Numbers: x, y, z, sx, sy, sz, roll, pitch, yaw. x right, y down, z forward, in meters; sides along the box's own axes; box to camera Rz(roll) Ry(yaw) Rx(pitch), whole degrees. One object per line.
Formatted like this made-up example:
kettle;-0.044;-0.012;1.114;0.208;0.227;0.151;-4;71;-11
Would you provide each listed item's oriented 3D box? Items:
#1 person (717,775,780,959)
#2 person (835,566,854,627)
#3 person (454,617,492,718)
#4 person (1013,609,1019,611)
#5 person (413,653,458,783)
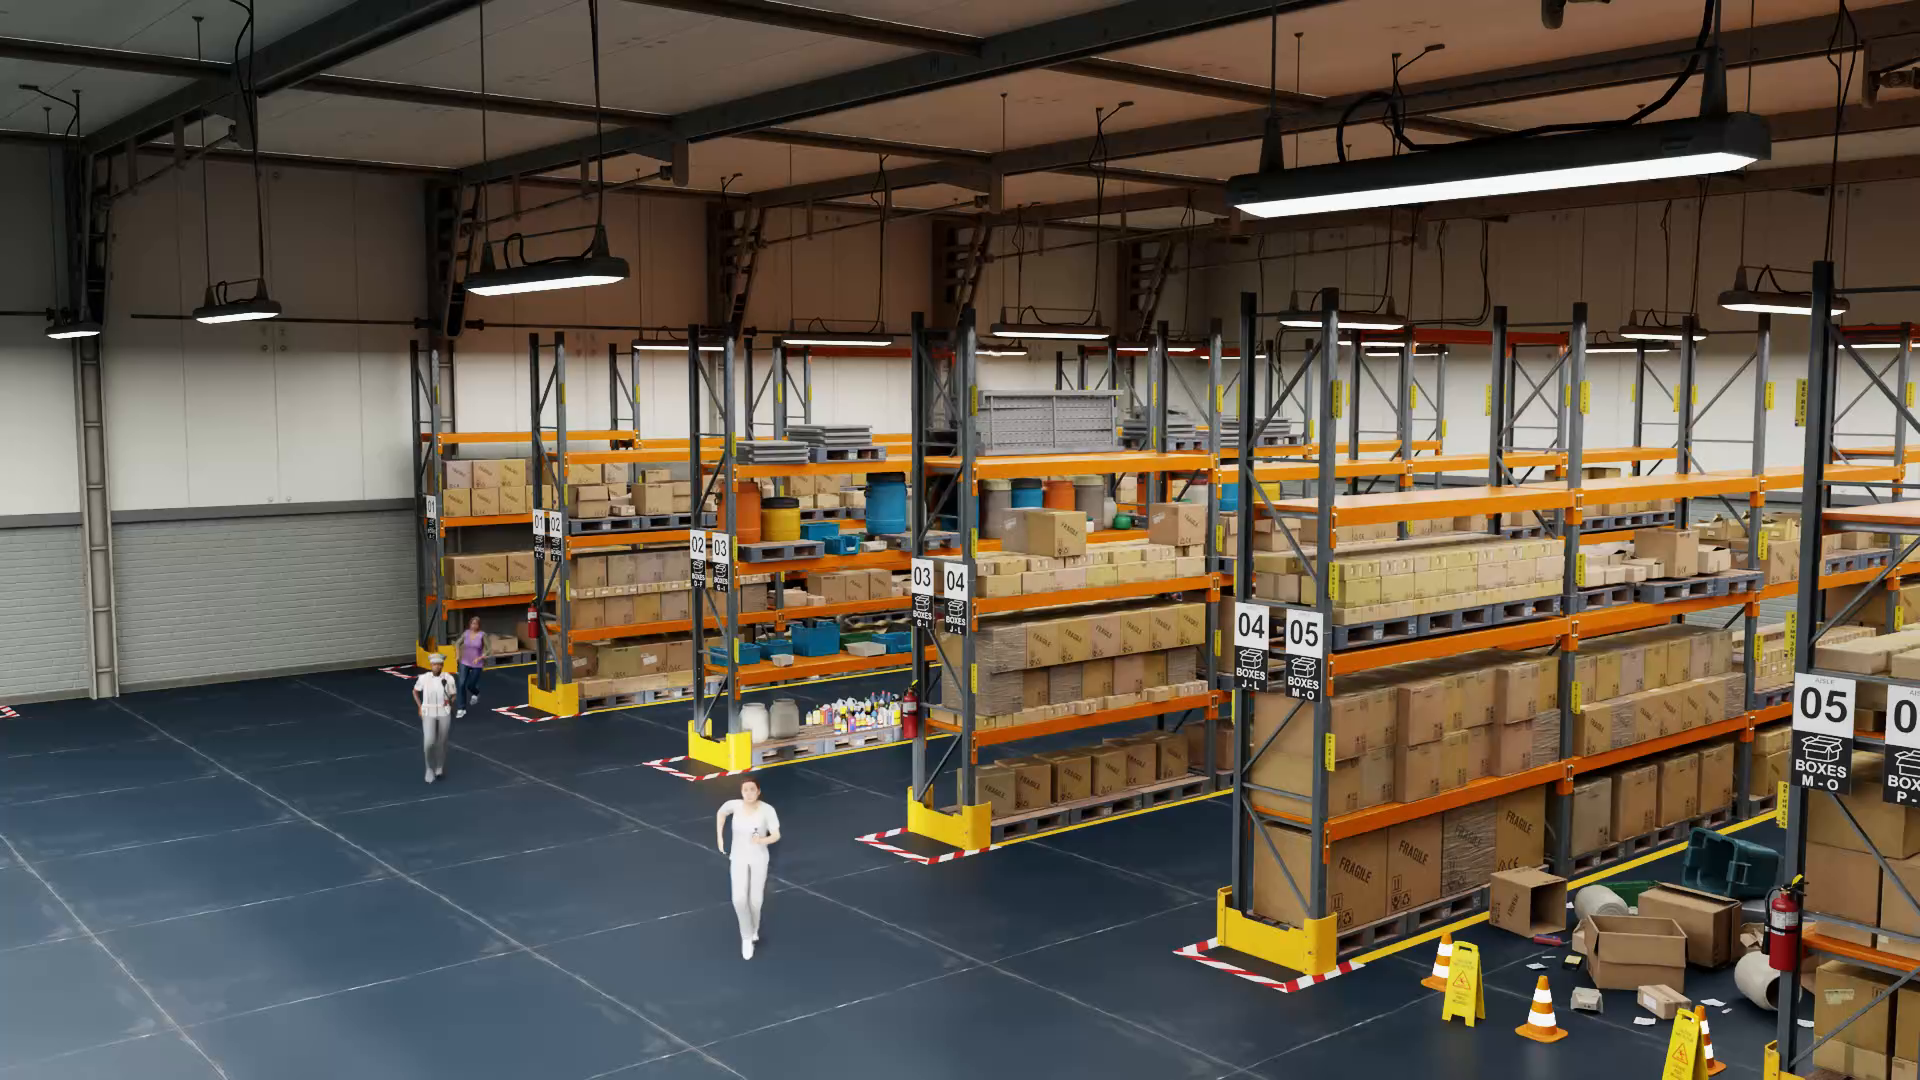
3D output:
person;-1.921;2.938;15.120;0.589;1.660;0.804;0;5;-3
person;-2.328;1.260;33.079;0.607;1.651;0.941;5;7;44
person;-7.673;1.977;26.243;0.590;1.569;0.722;0;5;2
person;0.787;1.405;28.225;0.752;1.914;0.686;-4;7;-40
person;-6.851;2.322;21.754;0.549;1.713;0.695;-2;6;-21
